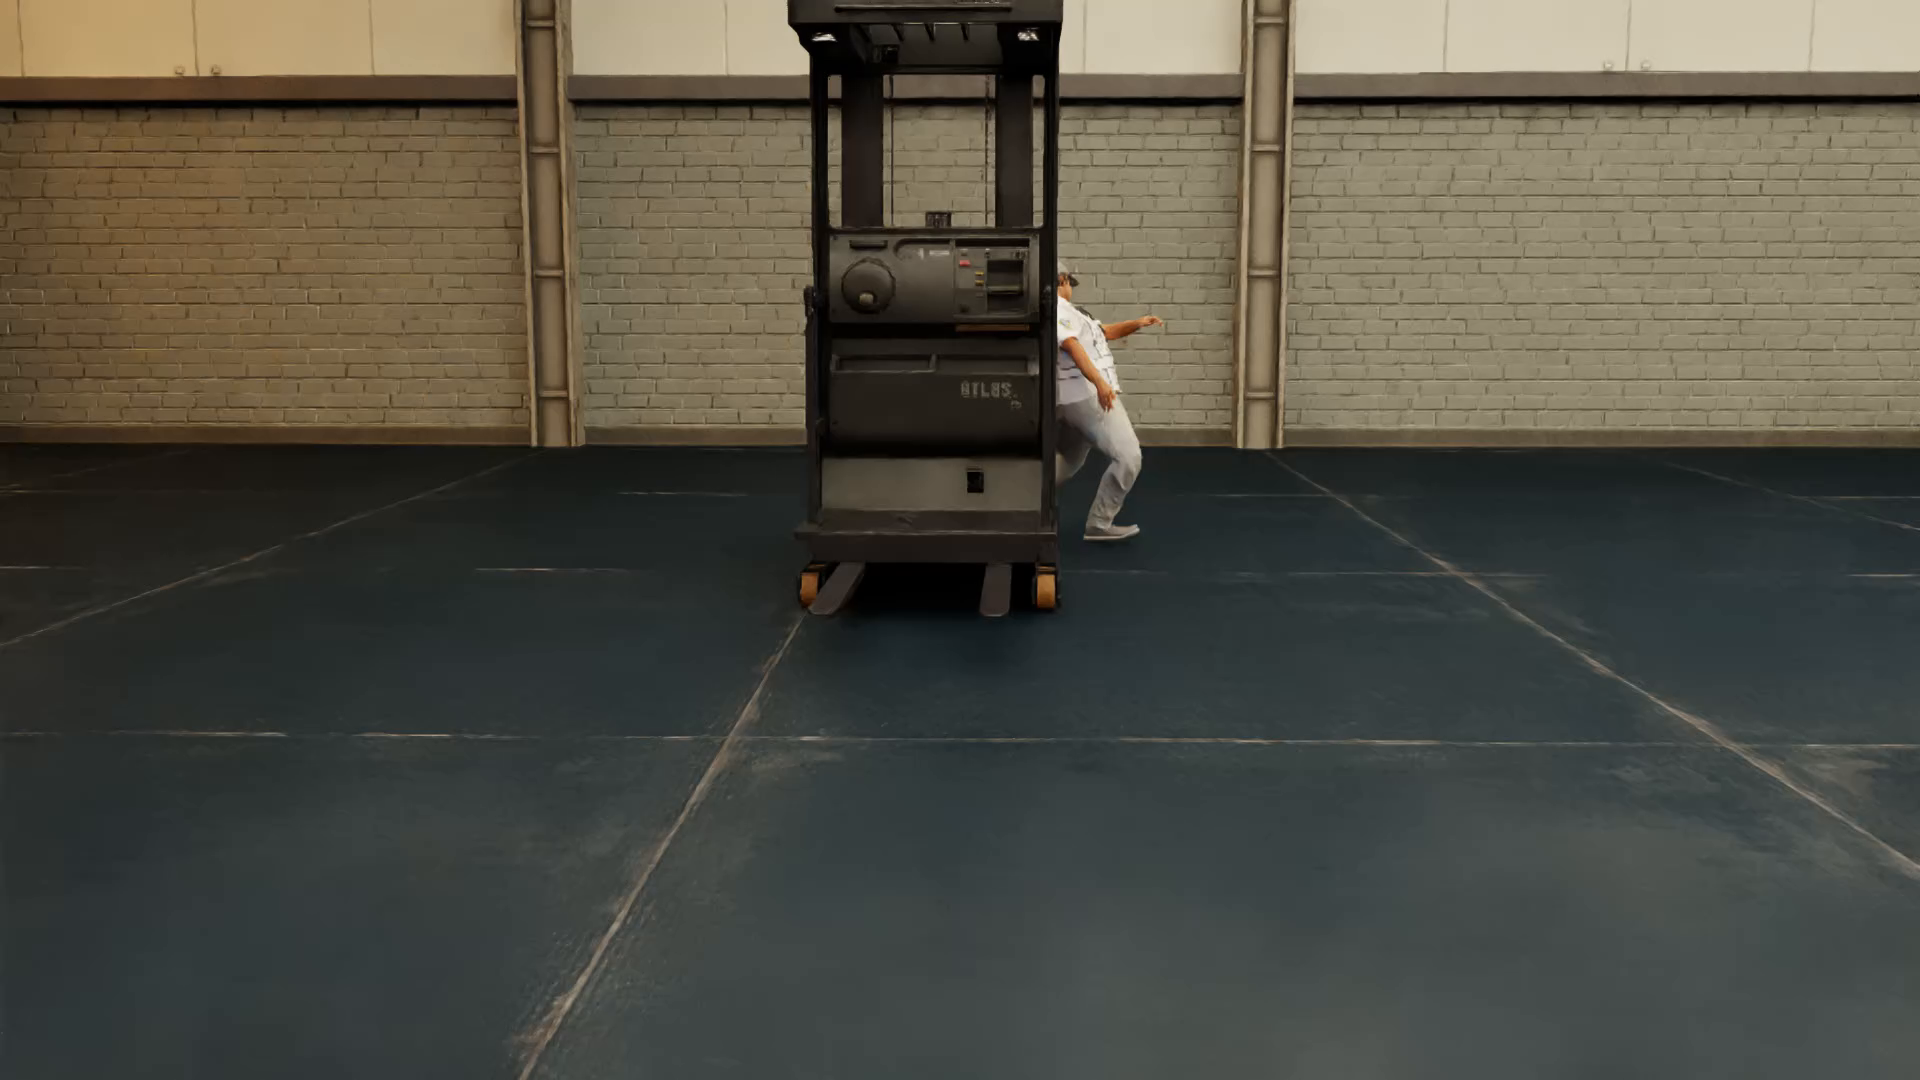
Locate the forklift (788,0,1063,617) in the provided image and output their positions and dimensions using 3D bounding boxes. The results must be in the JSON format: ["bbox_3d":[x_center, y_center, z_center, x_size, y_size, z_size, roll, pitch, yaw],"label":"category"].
[{"bbox_3d":[-0.121,-1.197,7.133,1.130,2.935,3.031,0,9,2],"label":"forklift"}]

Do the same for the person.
[{"bbox_3d":[0.658,-0.744,8.832,0.805,1.475,0.819,-1,9,-9],"label":"person"}]
